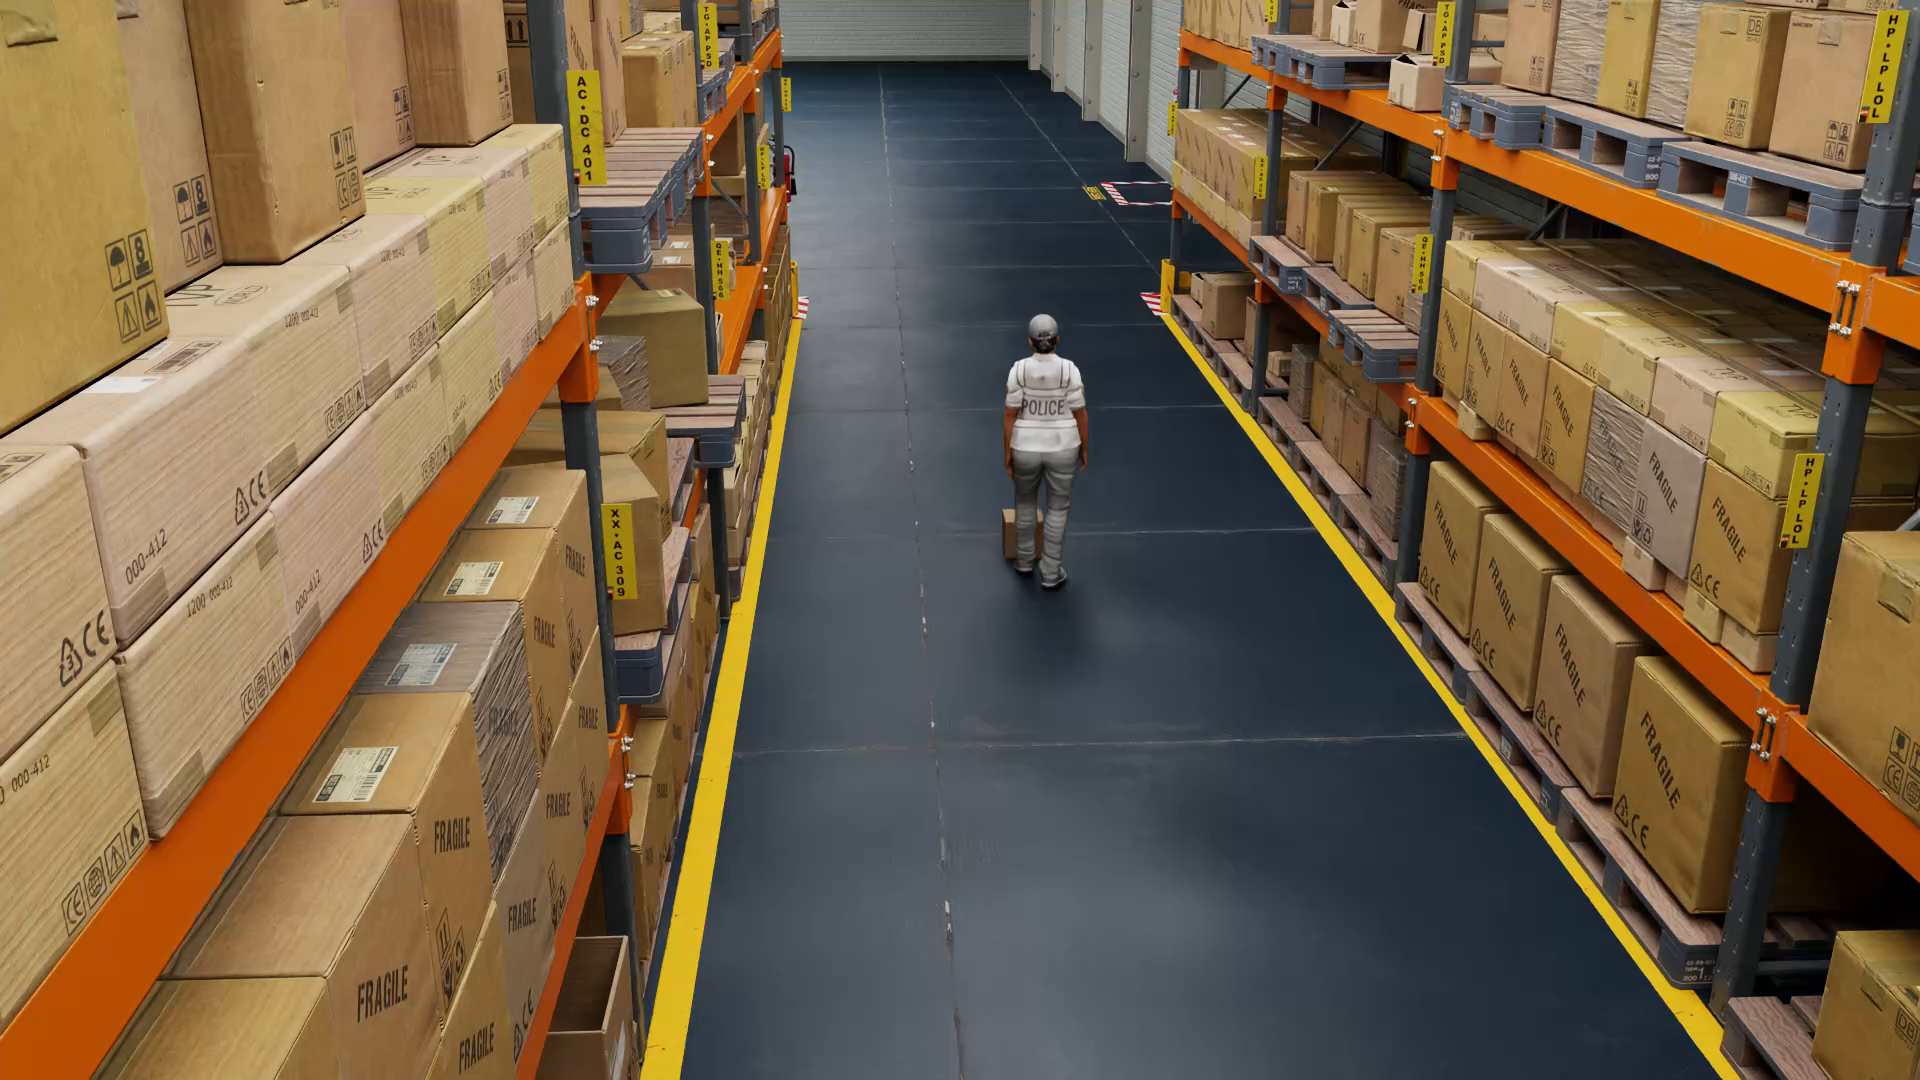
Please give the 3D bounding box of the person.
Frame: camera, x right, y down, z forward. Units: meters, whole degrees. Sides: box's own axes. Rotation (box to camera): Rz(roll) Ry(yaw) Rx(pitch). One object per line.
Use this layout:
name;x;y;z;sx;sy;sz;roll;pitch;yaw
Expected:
person;0.530;-0.545;10.039;0.502;1.687;0.539;4;21;10
